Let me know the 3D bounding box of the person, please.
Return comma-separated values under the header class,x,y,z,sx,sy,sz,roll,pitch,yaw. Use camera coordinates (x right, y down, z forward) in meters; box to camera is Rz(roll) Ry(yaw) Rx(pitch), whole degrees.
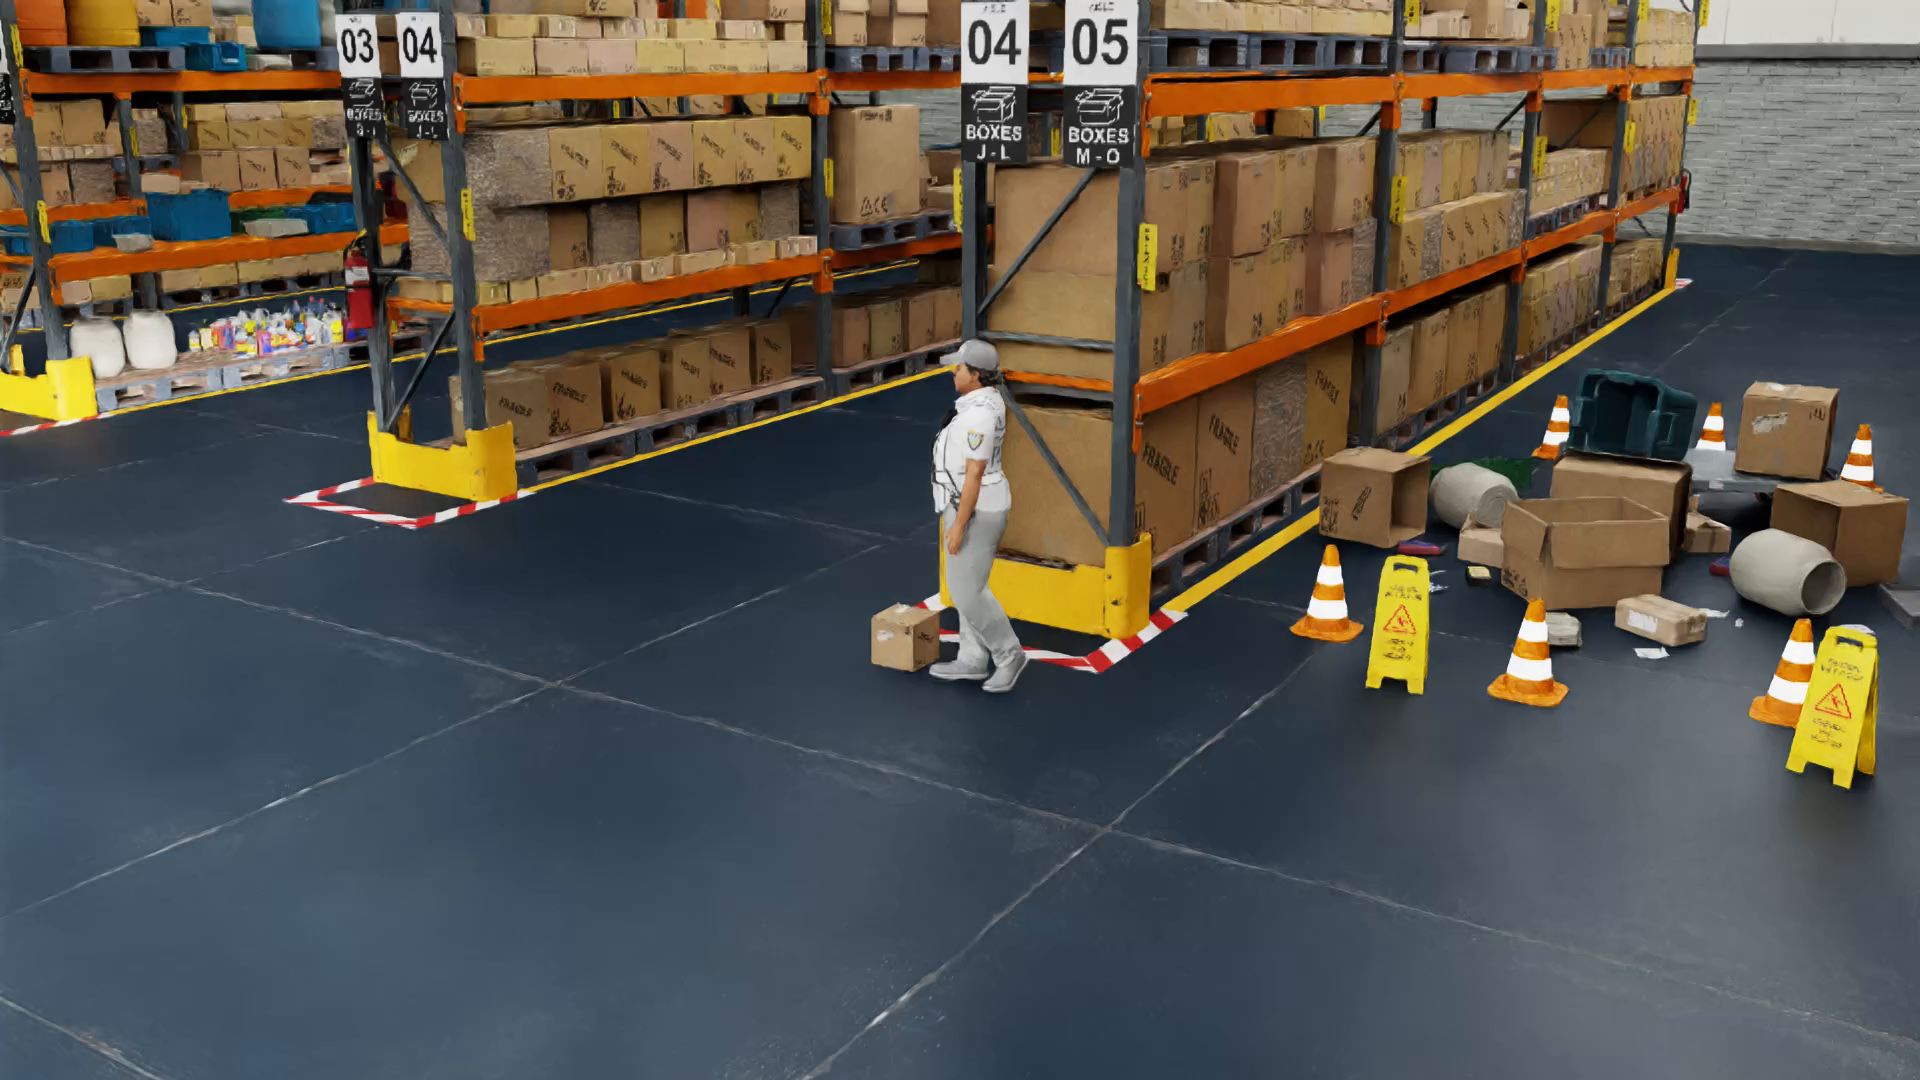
class,x,y,z,sx,sy,sz,roll,pitch,yaw
person,0.088,-0.116,7.880,0.494,1.667,0.554,1,16,5
